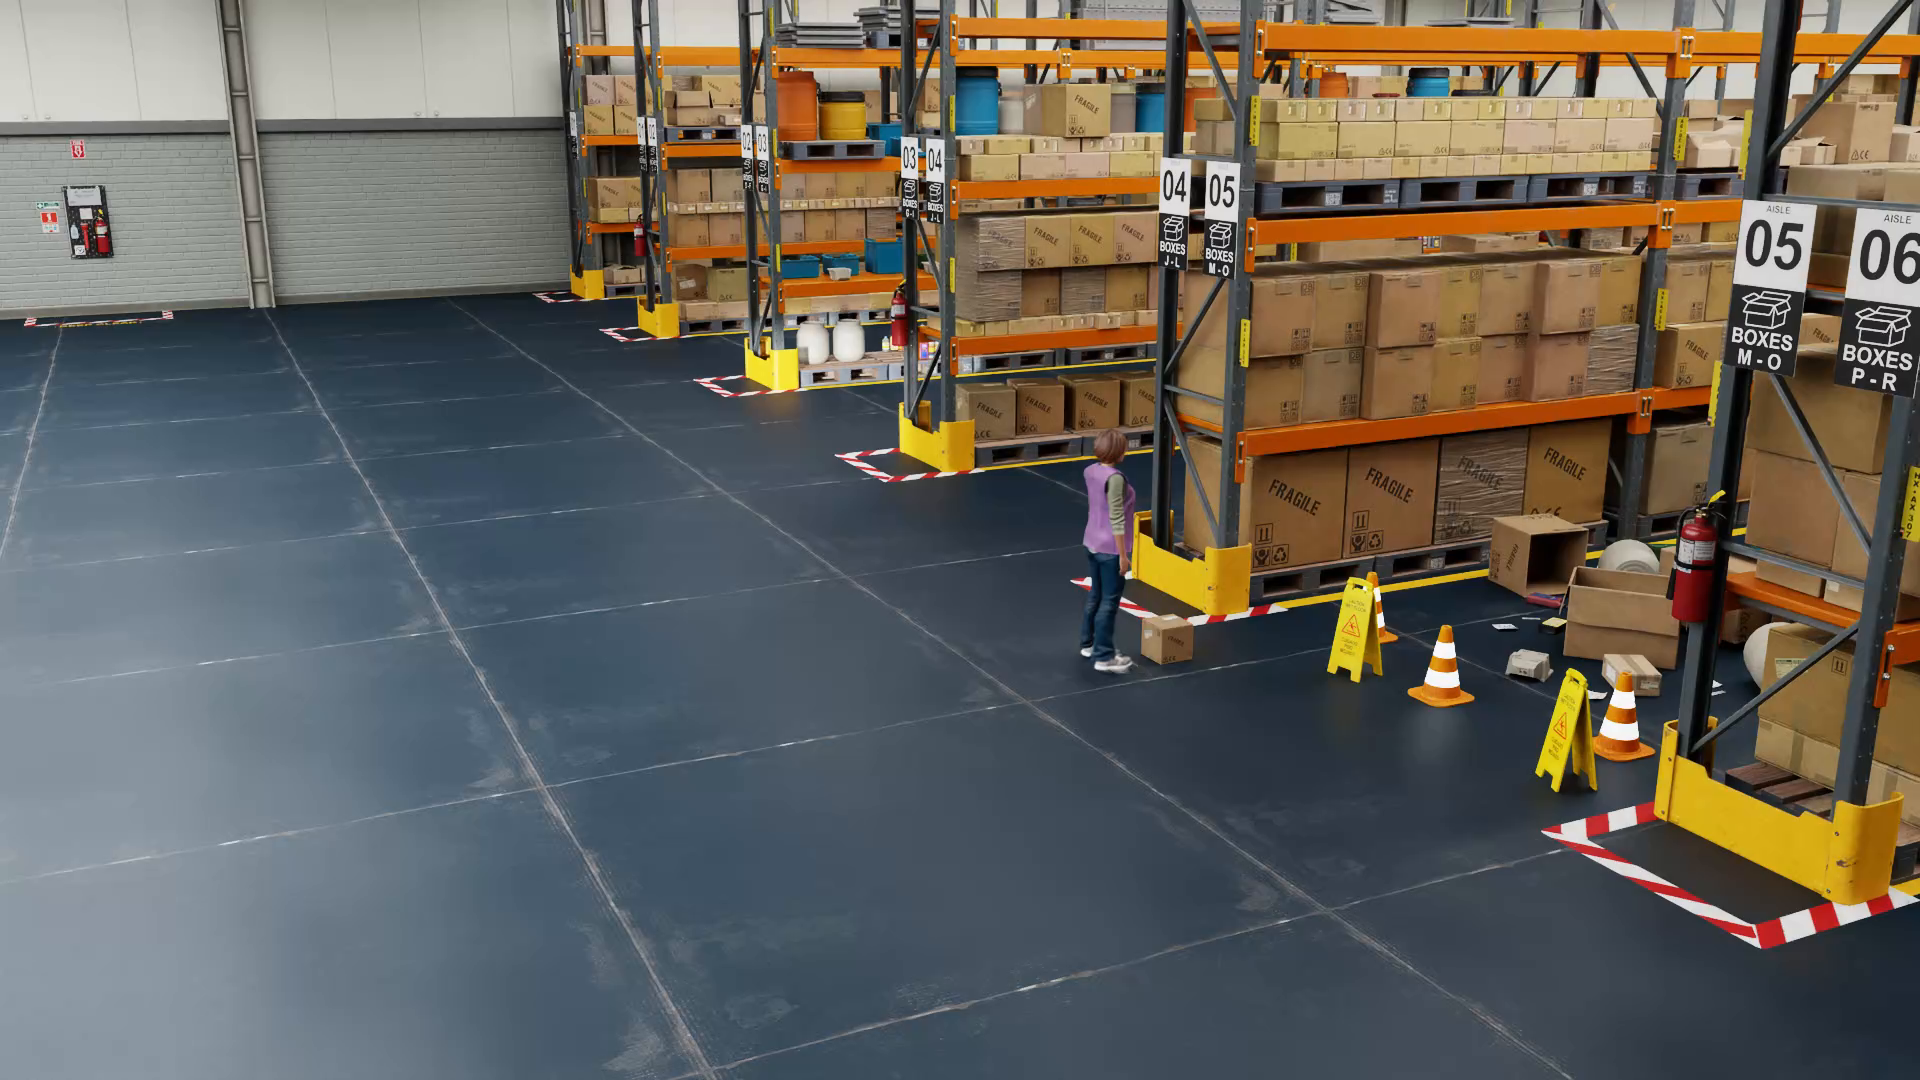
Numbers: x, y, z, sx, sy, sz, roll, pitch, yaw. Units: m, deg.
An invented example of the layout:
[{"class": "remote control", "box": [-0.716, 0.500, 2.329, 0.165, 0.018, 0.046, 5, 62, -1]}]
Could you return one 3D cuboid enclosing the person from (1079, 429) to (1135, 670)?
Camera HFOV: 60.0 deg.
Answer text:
[{"class": "person", "box": [0.963, 0.060, 10.794, 0.327, 1.601, 0.477, -6, 17, -20]}]
